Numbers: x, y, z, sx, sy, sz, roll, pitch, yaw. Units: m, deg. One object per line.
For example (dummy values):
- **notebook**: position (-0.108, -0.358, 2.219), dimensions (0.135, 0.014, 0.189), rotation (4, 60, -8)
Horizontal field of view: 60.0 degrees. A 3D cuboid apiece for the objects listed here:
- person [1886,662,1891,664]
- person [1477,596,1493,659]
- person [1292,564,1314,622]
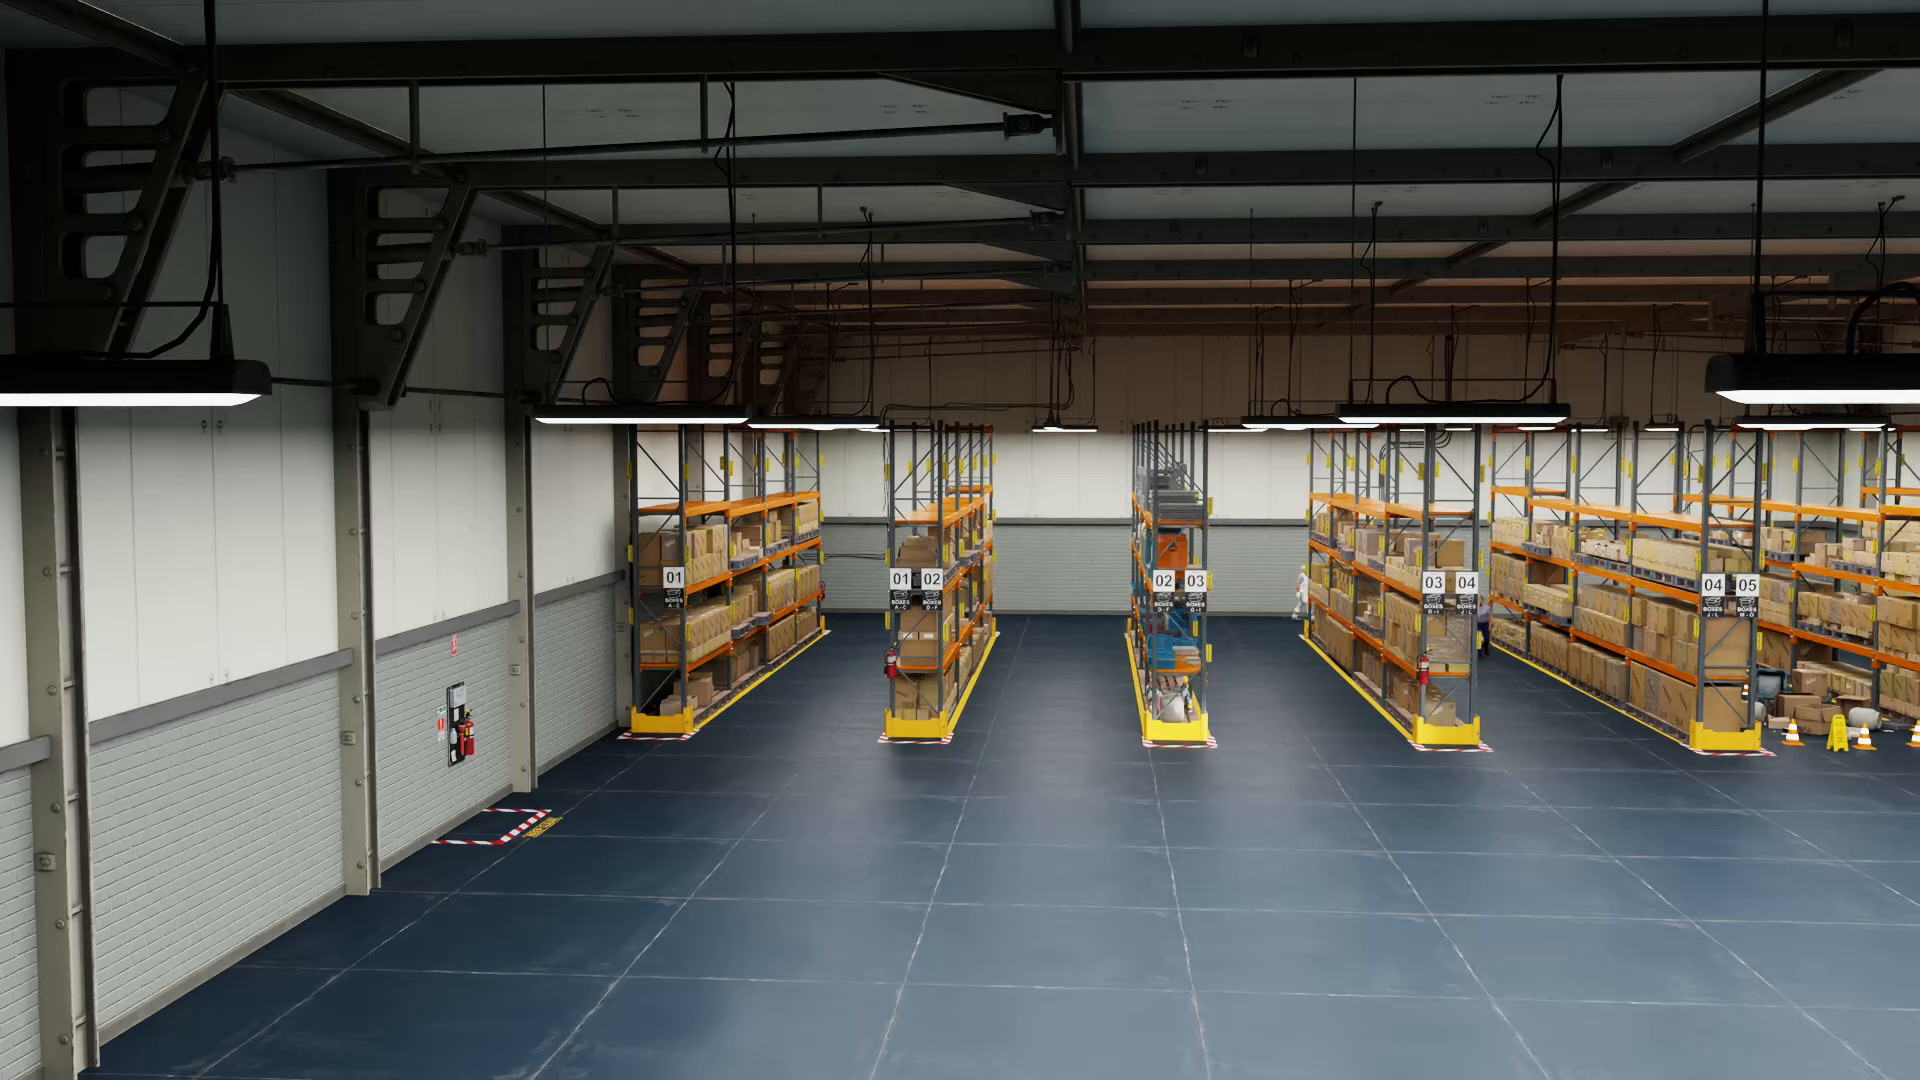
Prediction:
- **person**: position (22.882, 2.331, 40.562), dimensions (0.557, 1.590, 1.020), rotation (1, 4, 20)
- **person**: position (13.423, 2.219, 42.750), dimensions (0.533, 1.619, 0.610), rotation (1, 4, 19)
- **person**: position (10.608, 1.622, 50.921), dimensions (0.955, 1.752, 0.560), rotation (3, 4, 36)
